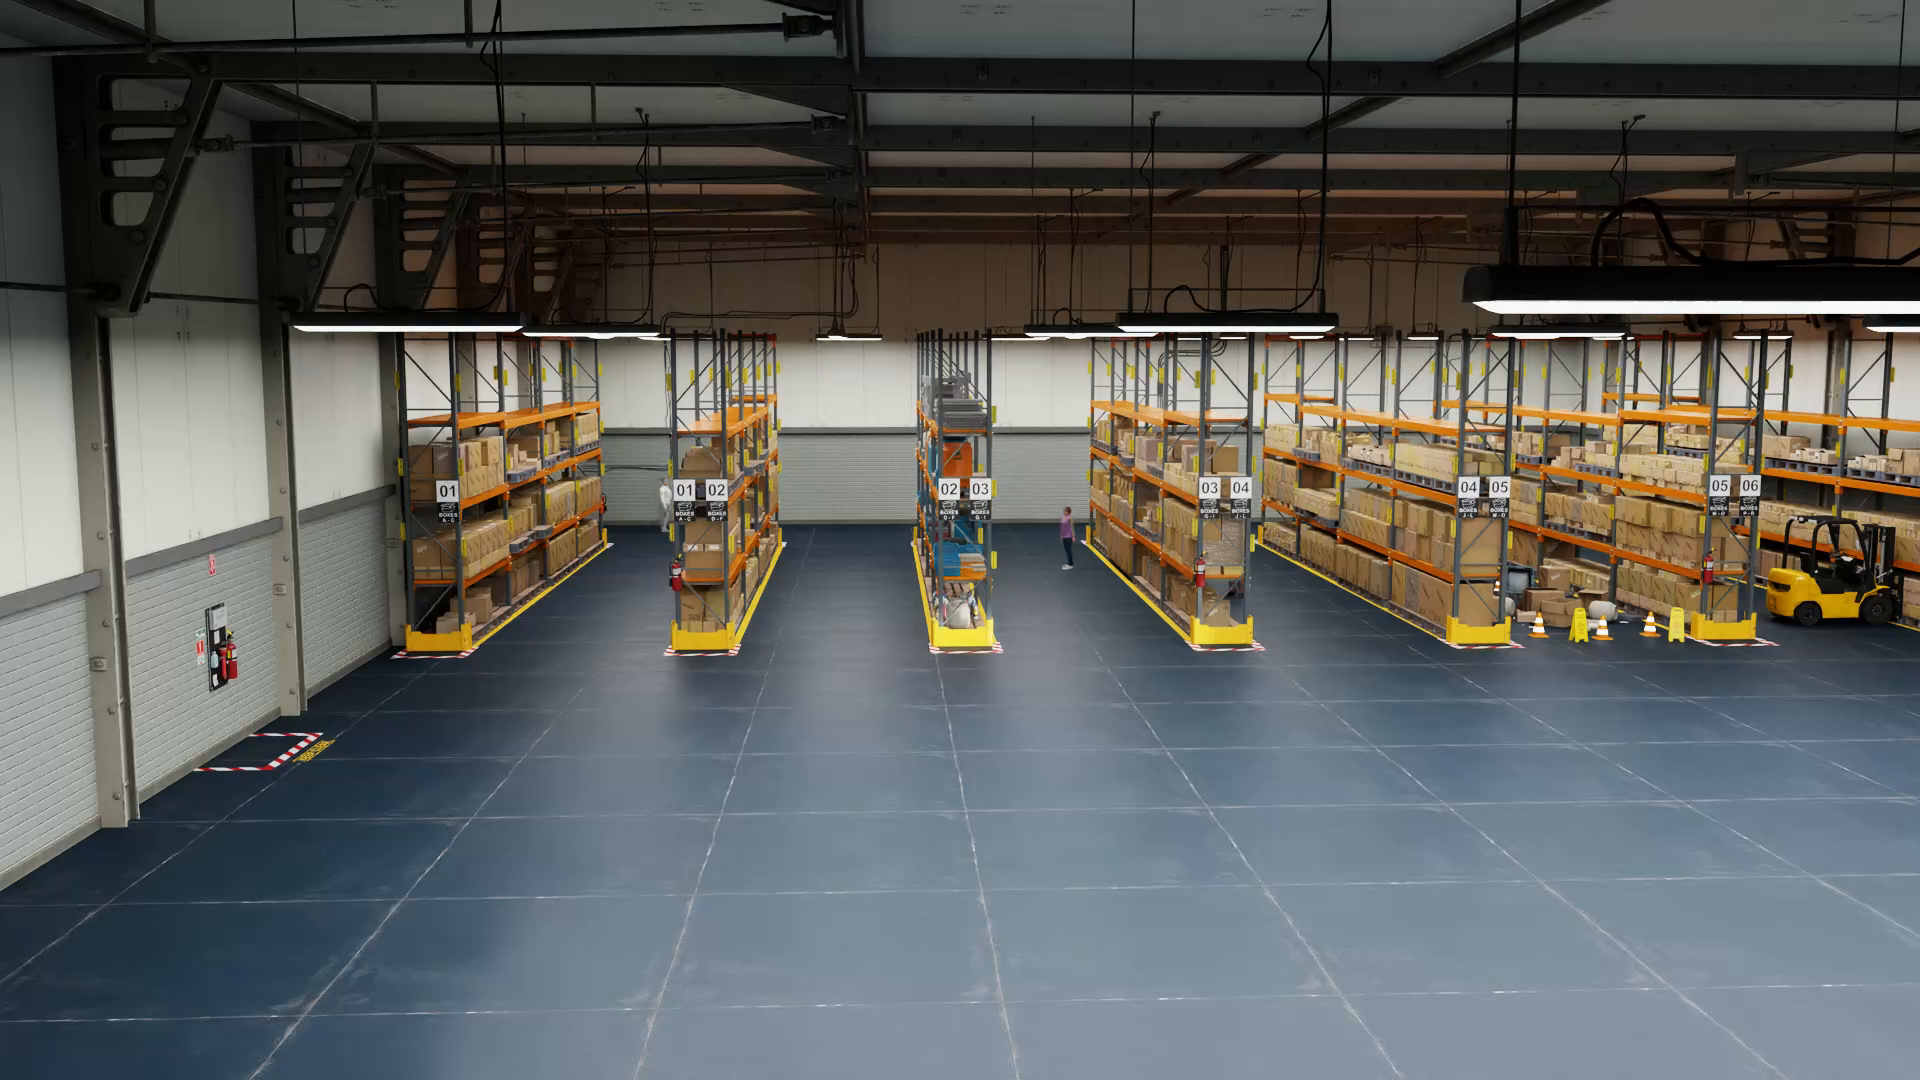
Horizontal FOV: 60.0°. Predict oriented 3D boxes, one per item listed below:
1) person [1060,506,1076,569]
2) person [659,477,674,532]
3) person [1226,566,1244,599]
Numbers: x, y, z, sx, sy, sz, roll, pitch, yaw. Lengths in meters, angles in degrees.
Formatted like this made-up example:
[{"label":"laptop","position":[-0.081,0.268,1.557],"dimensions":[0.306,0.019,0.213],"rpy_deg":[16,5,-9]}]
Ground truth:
[{"label":"person","position":[2.721,-0.065,42.397],"dimensions":[0.358,1.605,0.452],"rpy_deg":[-3,7,-22]},{"label":"person","position":[-8.915,-1.081,50.550],"dimensions":[0.429,1.665,0.499],"rpy_deg":[0,7,-1]},{"label":"person","position":[6.245,0.447,37.653],"dimensions":[0.382,1.756,0.560],"rpy_deg":[-5,8,-36]}]
